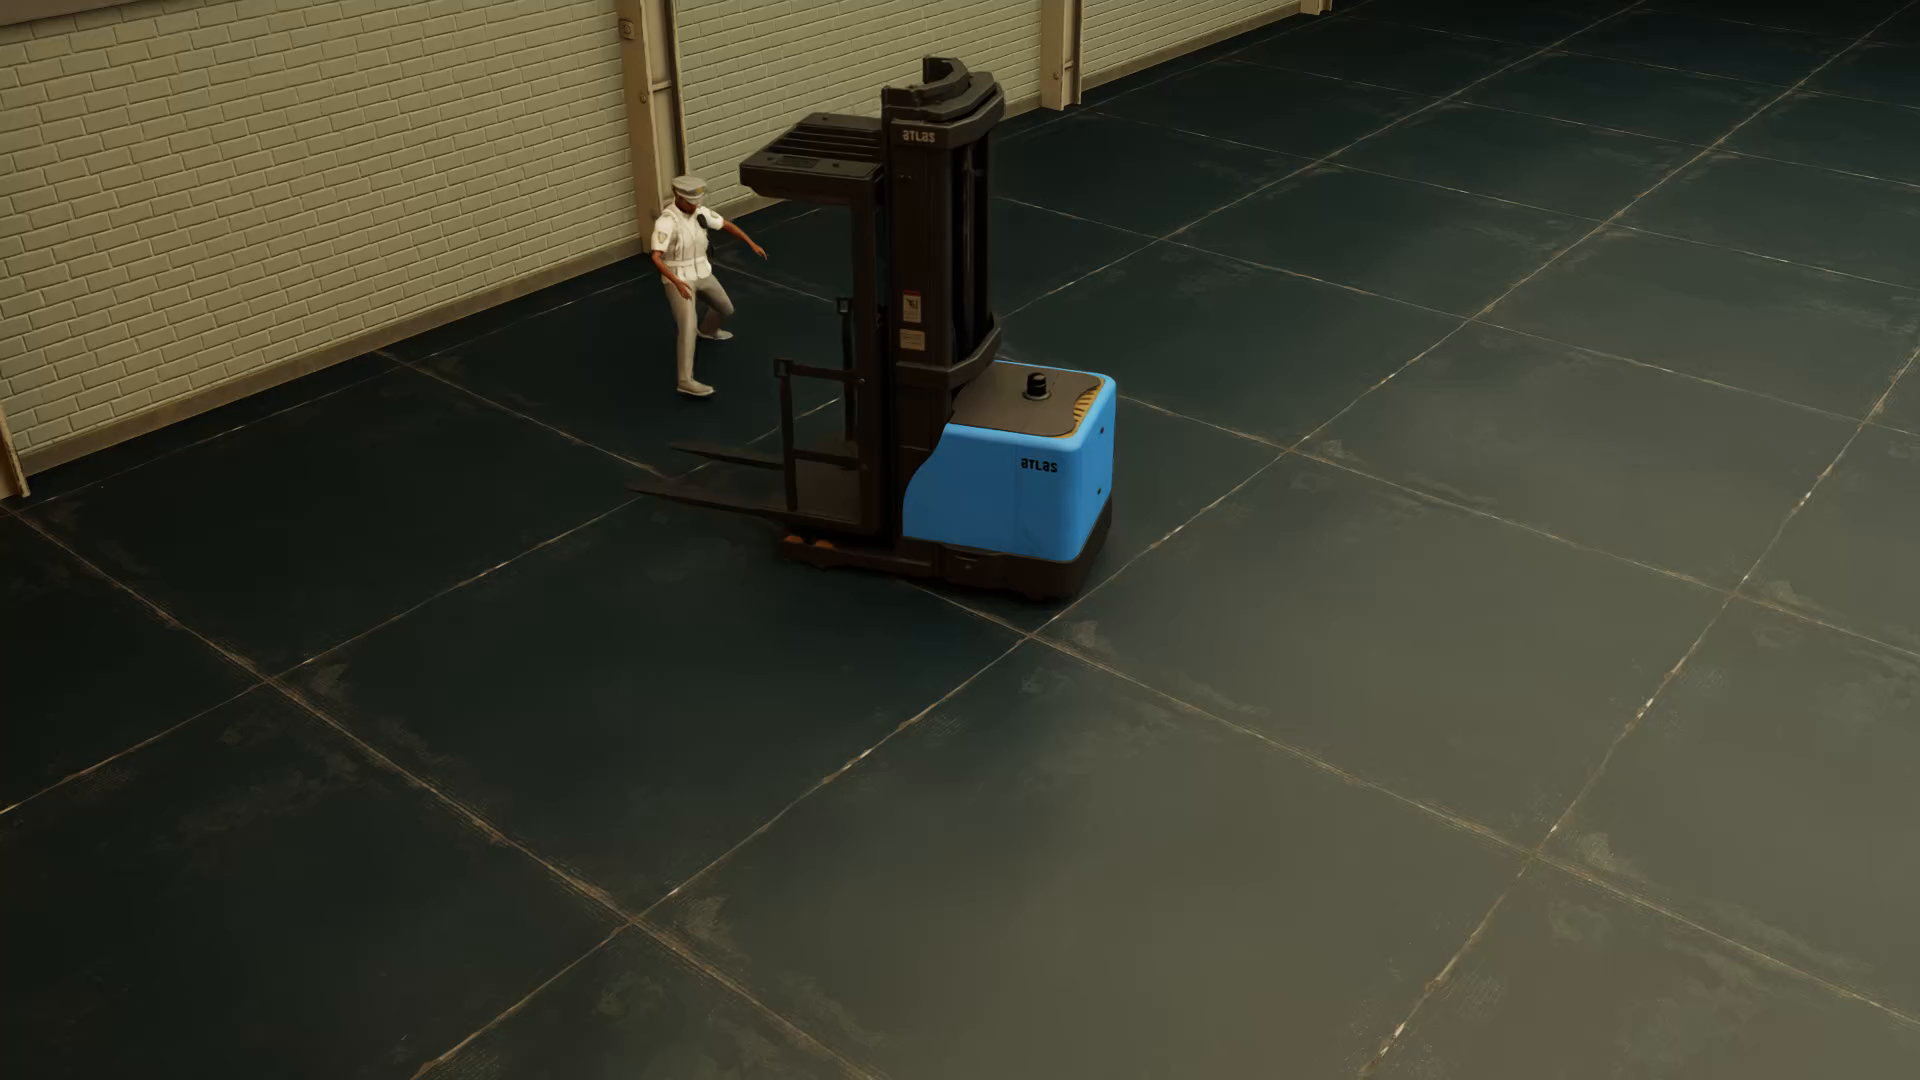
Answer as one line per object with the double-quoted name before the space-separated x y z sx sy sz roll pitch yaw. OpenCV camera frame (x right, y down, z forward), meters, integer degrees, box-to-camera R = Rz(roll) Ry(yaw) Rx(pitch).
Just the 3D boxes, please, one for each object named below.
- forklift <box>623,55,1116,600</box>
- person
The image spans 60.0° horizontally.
"forklift" -0.615 -1.338 9.885 3.031 2.935 1.130 9 32 15
"person" -1.917 -1.963 12.423 0.929 1.509 1.026 24 38 34
